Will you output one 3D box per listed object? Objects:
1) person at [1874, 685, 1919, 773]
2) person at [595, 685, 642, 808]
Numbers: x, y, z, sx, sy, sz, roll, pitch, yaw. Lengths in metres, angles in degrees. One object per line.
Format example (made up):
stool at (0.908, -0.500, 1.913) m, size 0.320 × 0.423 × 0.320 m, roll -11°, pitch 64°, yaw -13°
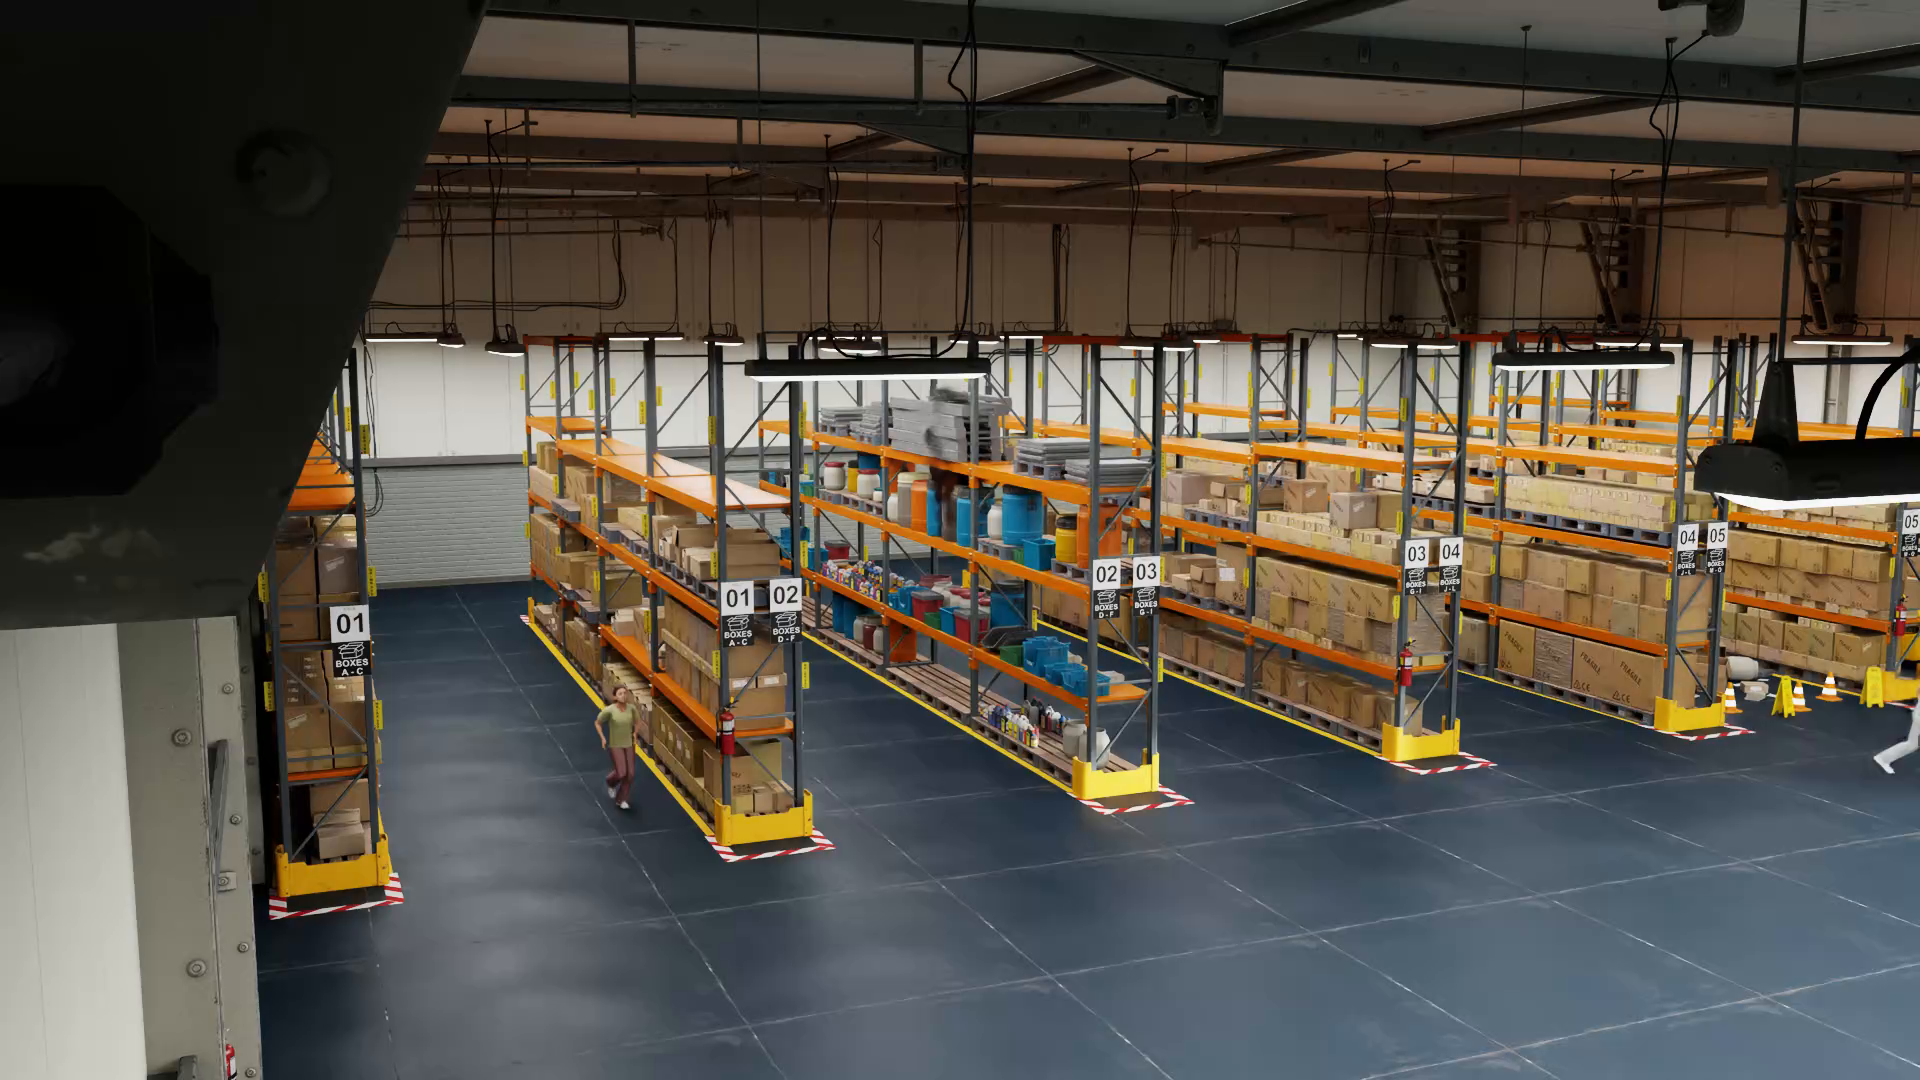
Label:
person at (13.156, 2.530, 22.856) m, size 1.004 × 1.624 × 0.600 m, roll 2°, pitch 8°, yaw 12°
person at (-4.382, 2.676, 21.536) m, size 0.580 × 1.624 × 0.545 m, roll -5°, pitch 9°, yaw -31°
